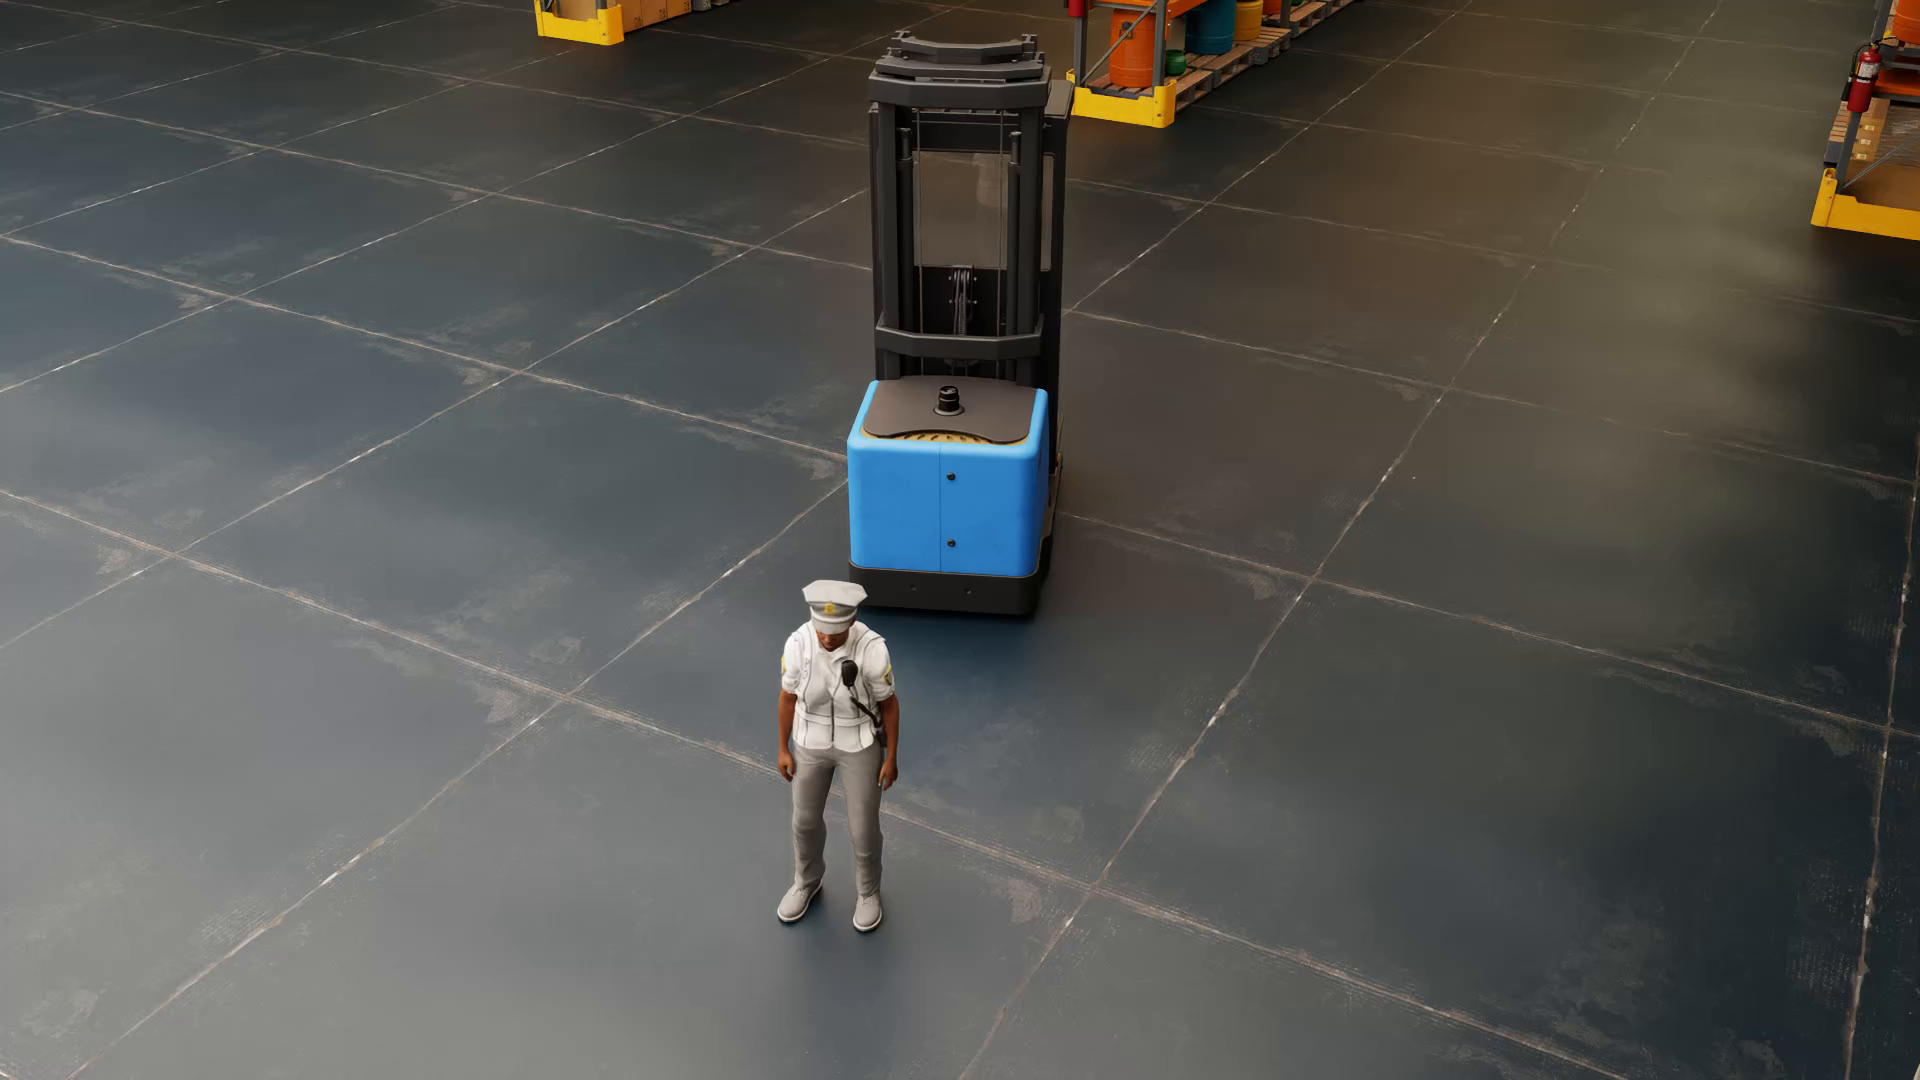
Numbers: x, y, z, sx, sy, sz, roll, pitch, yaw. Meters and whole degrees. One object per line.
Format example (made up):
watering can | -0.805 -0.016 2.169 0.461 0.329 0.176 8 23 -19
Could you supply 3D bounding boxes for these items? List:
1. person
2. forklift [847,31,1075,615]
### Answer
person | -0.512 0.865 6.842 0.531 1.664 0.391 4 30 7
forklift | 0.072 -1.572 9.794 1.130 2.935 3.031 3 30 6
